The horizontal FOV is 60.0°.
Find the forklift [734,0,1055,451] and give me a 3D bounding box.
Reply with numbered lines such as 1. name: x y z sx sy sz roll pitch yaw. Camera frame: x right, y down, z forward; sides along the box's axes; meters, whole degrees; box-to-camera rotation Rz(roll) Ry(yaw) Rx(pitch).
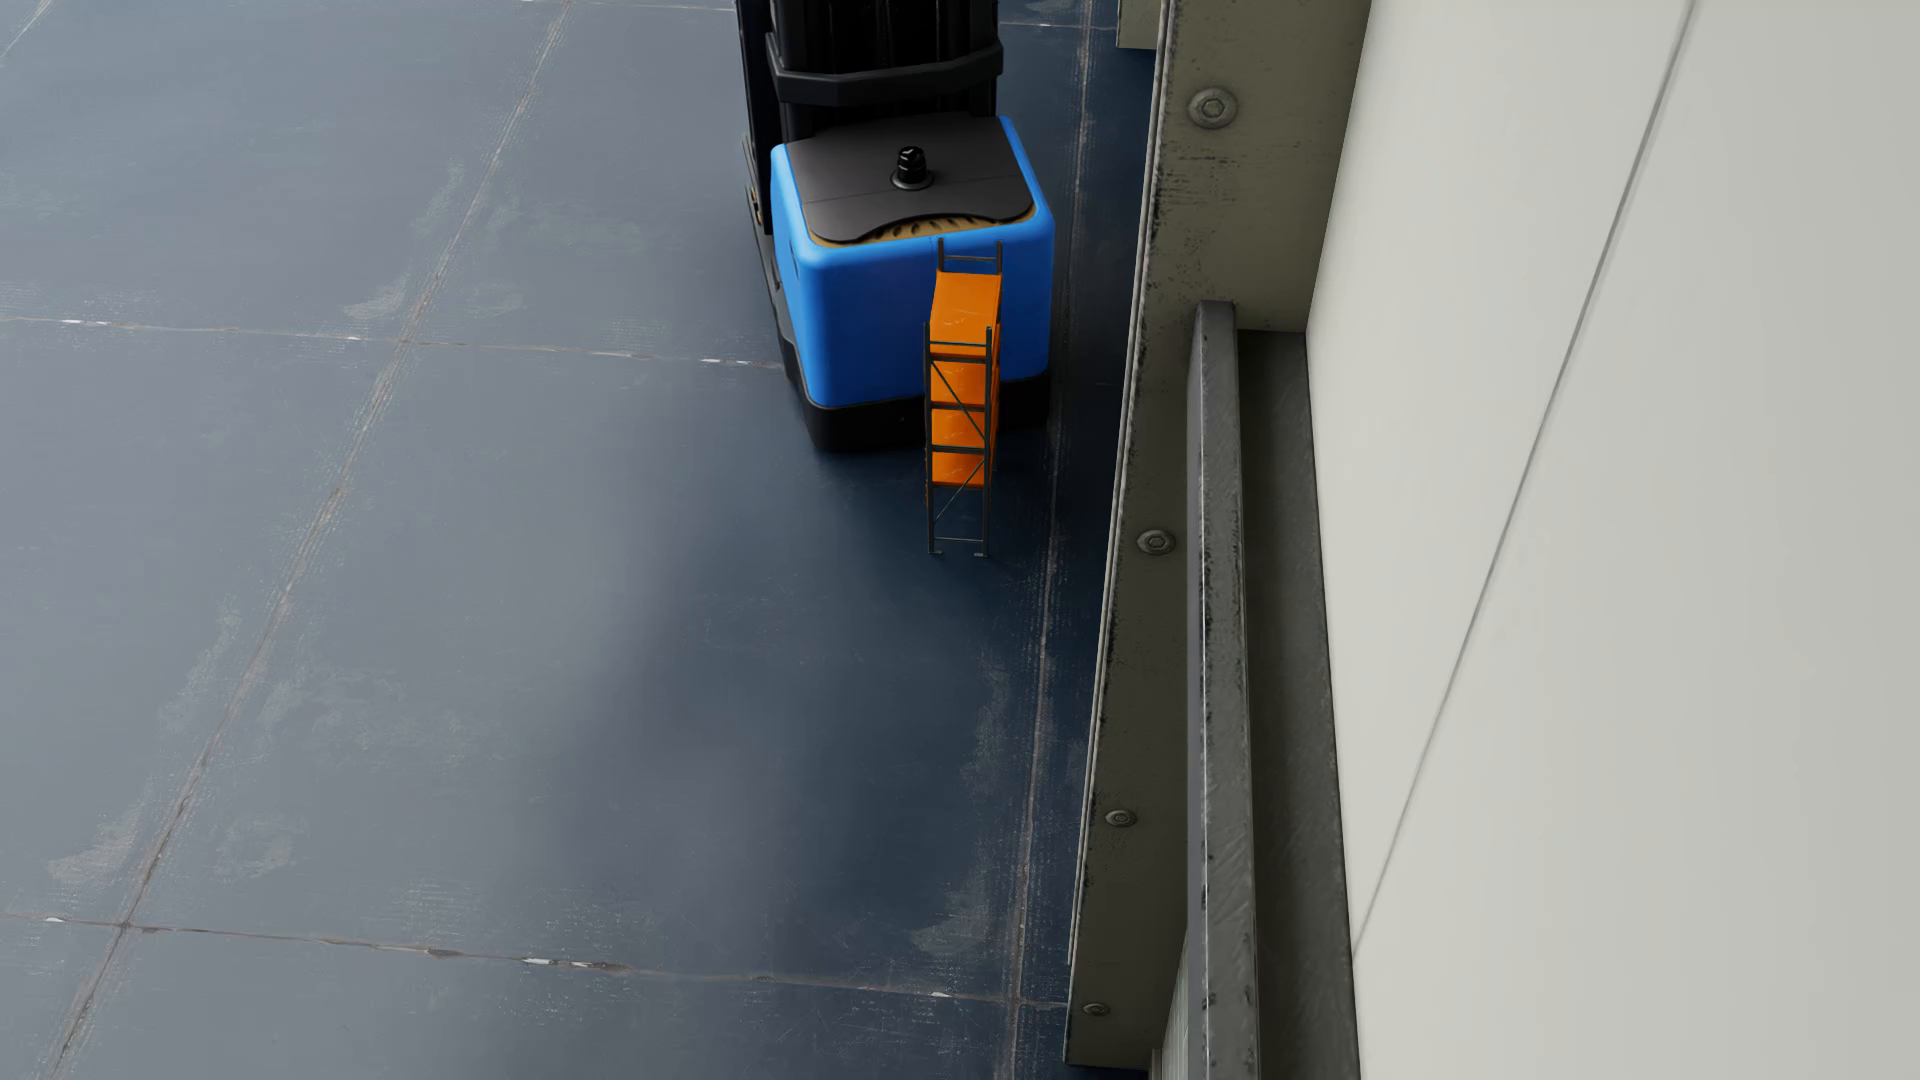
1. forklift: -0.434 -2.476 7.055 1.130 2.935 3.031 -9 48 -9

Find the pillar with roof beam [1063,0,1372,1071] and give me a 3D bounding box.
1. pillar with roof beam: -3.790 -1.807 2.330 9.100 9.000 0.400 4 48 4

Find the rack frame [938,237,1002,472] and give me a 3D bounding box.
1. rack frame: 0.037 -0.706 6.608 0.240 1.200 0.015 4 48 4

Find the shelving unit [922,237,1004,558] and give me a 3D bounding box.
1. shelving unit: 0.015 -0.527 6.444 0.258 1.200 0.503 4 48 4

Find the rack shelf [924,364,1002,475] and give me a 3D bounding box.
1. rack shelf: 0.015 -0.481 6.494 0.258 0.148 0.480 4 48 4

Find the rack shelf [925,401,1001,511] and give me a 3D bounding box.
1. rack shelf: 0.015 -0.347 6.641 0.258 0.148 0.480 4 48 4

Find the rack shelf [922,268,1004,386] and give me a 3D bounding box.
1. rack shelf: 0.015 -0.792 6.154 0.258 0.148 0.480 4 48 4

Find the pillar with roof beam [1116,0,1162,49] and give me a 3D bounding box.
1. pillar with roof beam: -3.243 -6.216 6.363 9.100 9.000 0.400 4 48 4

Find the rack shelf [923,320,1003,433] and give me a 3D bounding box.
1. rack shelf: 0.015 -0.632 6.329 0.258 0.148 0.480 4 48 4

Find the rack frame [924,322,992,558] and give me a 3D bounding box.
1. rack frame: -0.007 -0.347 6.280 0.240 1.200 0.015 4 48 4
